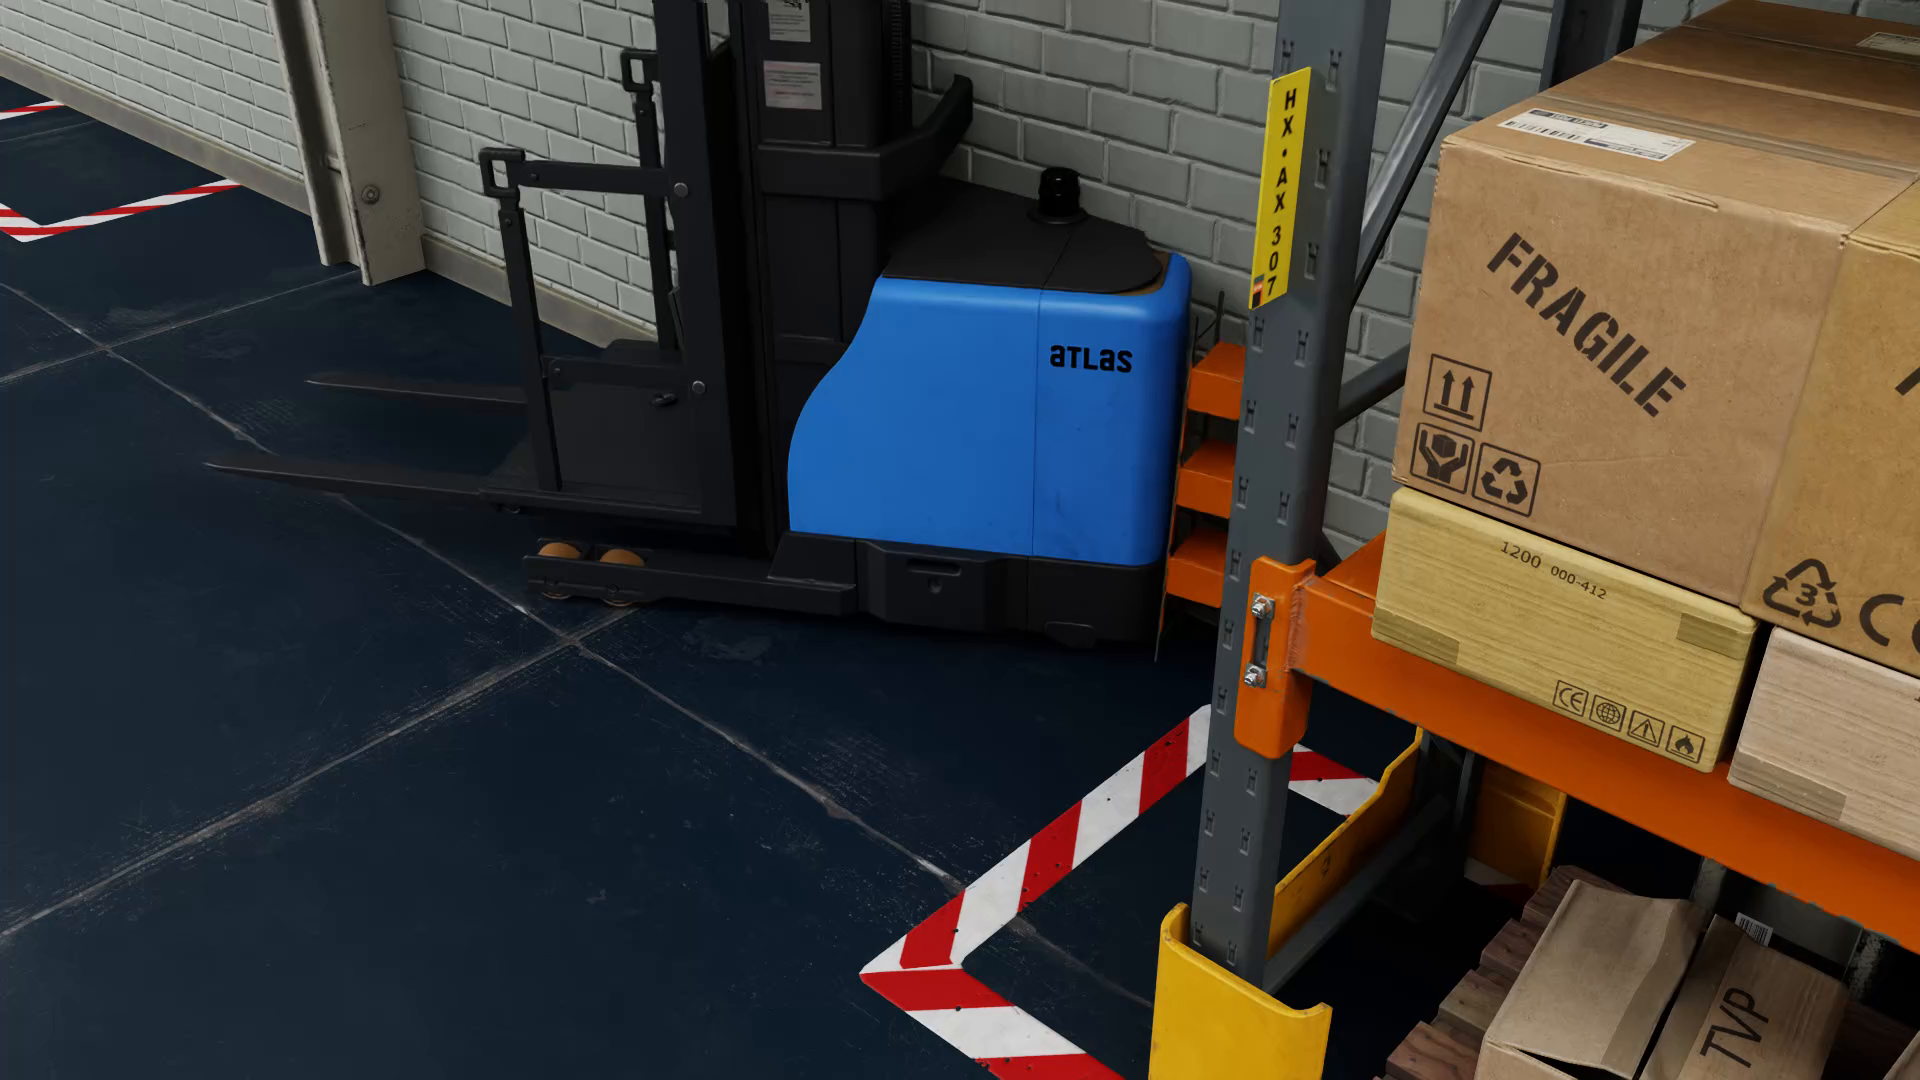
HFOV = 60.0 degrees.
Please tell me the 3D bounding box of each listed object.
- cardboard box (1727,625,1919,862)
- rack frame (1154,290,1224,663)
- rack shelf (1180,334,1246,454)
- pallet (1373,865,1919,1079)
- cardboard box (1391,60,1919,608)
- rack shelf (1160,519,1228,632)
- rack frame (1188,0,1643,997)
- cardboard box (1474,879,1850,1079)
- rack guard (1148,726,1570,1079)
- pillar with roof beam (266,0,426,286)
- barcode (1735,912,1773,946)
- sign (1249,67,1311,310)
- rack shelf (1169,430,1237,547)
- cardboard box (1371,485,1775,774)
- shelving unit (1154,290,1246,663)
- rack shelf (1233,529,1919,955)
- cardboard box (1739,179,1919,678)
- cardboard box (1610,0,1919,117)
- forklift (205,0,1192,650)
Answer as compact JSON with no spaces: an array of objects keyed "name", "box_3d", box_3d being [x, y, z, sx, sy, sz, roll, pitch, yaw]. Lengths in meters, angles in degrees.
[{"name":"cardboard box","box_3d":[1.352,0.200,2.136,0.500,0.250,0.500,24,38,34]},{"name":"rack frame","box_3d":[0.611,-0.149,4.462,0.008,1.050,0.200,17,34,22]},{"name":"rack shelf","box_3d":[0.728,-0.349,4.272,0.240,0.259,0.215,17,34,22]},{"name":"pallet","box_3d":[1.443,1.195,3.060,1.213,0.211,1.003,25,39,35]},{"name":"cardboard box","box_3d":[0.961,-0.306,2.249,0.500,0.500,0.500,25,39,35]},{"name":"rack shelf","box_3d":[0.710,0.130,4.566,0.240,0.259,0.215,17,34,22]},{"name":"rack frame","box_3d":[0.808,-0.321,2.874,0.127,3.000,1.000,25,39,35]},{"name":"cardboard box","box_3d":[1.261,0.917,2.999,0.500,0.311,0.500,20,37,30]},{"name":"rack guard","box_3d":[0.865,0.777,3.475,0.348,0.500,1.175,25,39,35]},{"name":"pillar with roof beam","box_3d":[-5.430,-3.410,2.189,0.400,9.000,9.100,25,39,35]},{"name":"barcode","box_3d":[1.543,0.766,3.241,0.075,0.075,0.001,25,39,35]},{"name":"sign","box_3d":[0.444,-0.484,2.306,0.005,0.325,0.100,25,39,35]},{"name":"rack shelf","box_3d":[0.719,-0.107,4.421,0.240,0.259,0.215,17,34,22]},{"name":"cardboard box","box_3d":[0.957,0.025,2.426,0.500,0.250,0.500,24,38,34]},{"name":"shelving unit","box_3d":[0.719,-0.116,4.415,0.252,1.050,0.215,17,34,22]},{"name":"rack shelf","box_3d":[2.291,0.680,1.910,4.000,0.370,1.077,25,39,35]},{"name":"cardboard box","box_3d":[1.320,-0.131,1.959,0.500,0.500,0.500,25,39,35]},{"name":"cardboard box","box_3d":[1.301,-0.504,2.578,0.500,0.500,0.500,25,39,35]},{"name":"forklift","box_3d":[-0.823,-1.319,4.599,3.031,2.935,1.130,6,32,10]}]
